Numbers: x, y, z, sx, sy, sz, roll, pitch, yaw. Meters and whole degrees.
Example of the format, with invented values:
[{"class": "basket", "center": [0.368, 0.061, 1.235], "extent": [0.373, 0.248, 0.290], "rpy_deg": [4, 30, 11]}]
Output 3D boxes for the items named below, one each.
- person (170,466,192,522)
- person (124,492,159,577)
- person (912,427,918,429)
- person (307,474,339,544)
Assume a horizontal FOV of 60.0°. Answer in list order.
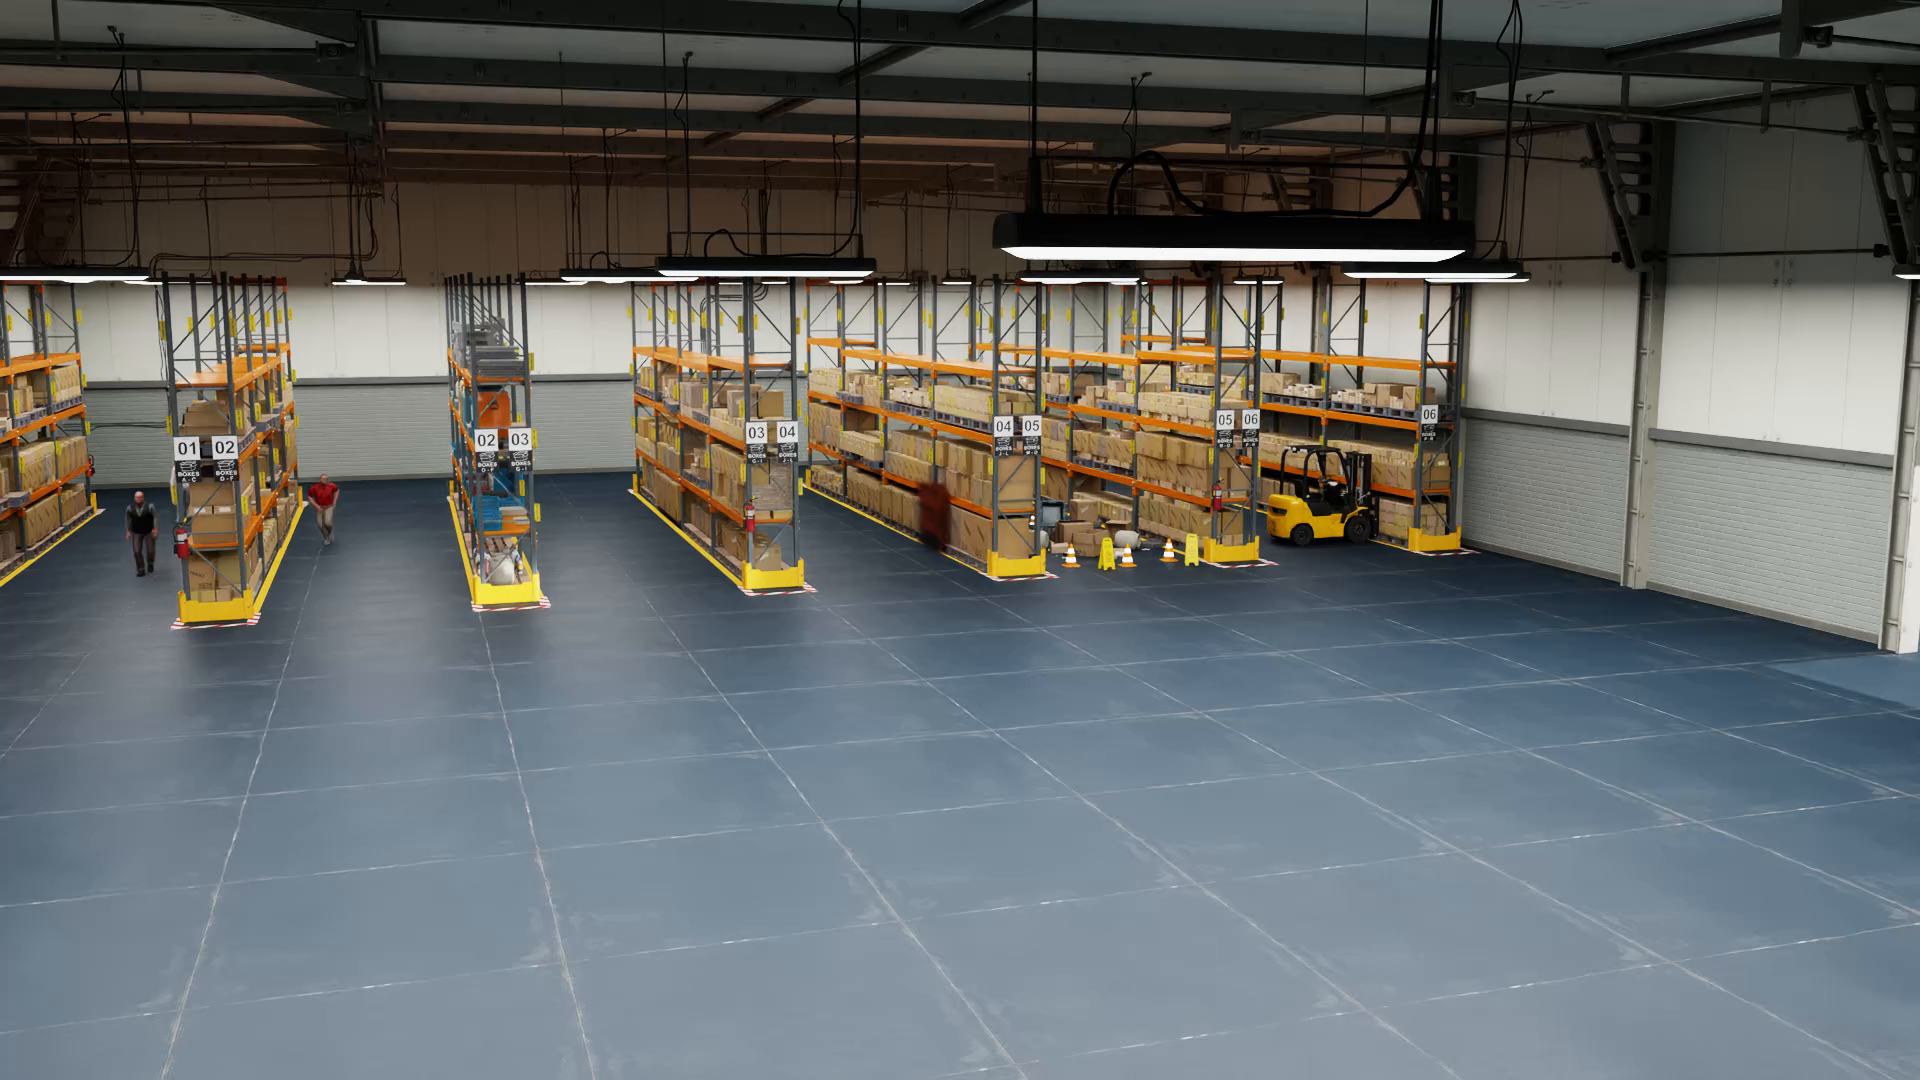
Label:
[{"class": "person", "center": [-19.287, -1.308, 41.214], "extent": [0.583, 1.612, 1.032], "rpy_deg": [-2, 9, -15]}, {"class": "person", "center": [-16.434, -0.140, 33.447], "extent": [0.633, 1.707, 0.601], "rpy_deg": [-3, 9, -18]}, {"class": "person", "center": [-1.318, -2.460, 48.961], "extent": [0.491, 1.703, 0.552], "rpy_deg": [7, 11, 40]}, {"class": "person", "center": [-14.269, -0.696, 37.318], "extent": [0.608, 1.630, 0.729], "rpy_deg": [-1, 9, -9]}]
